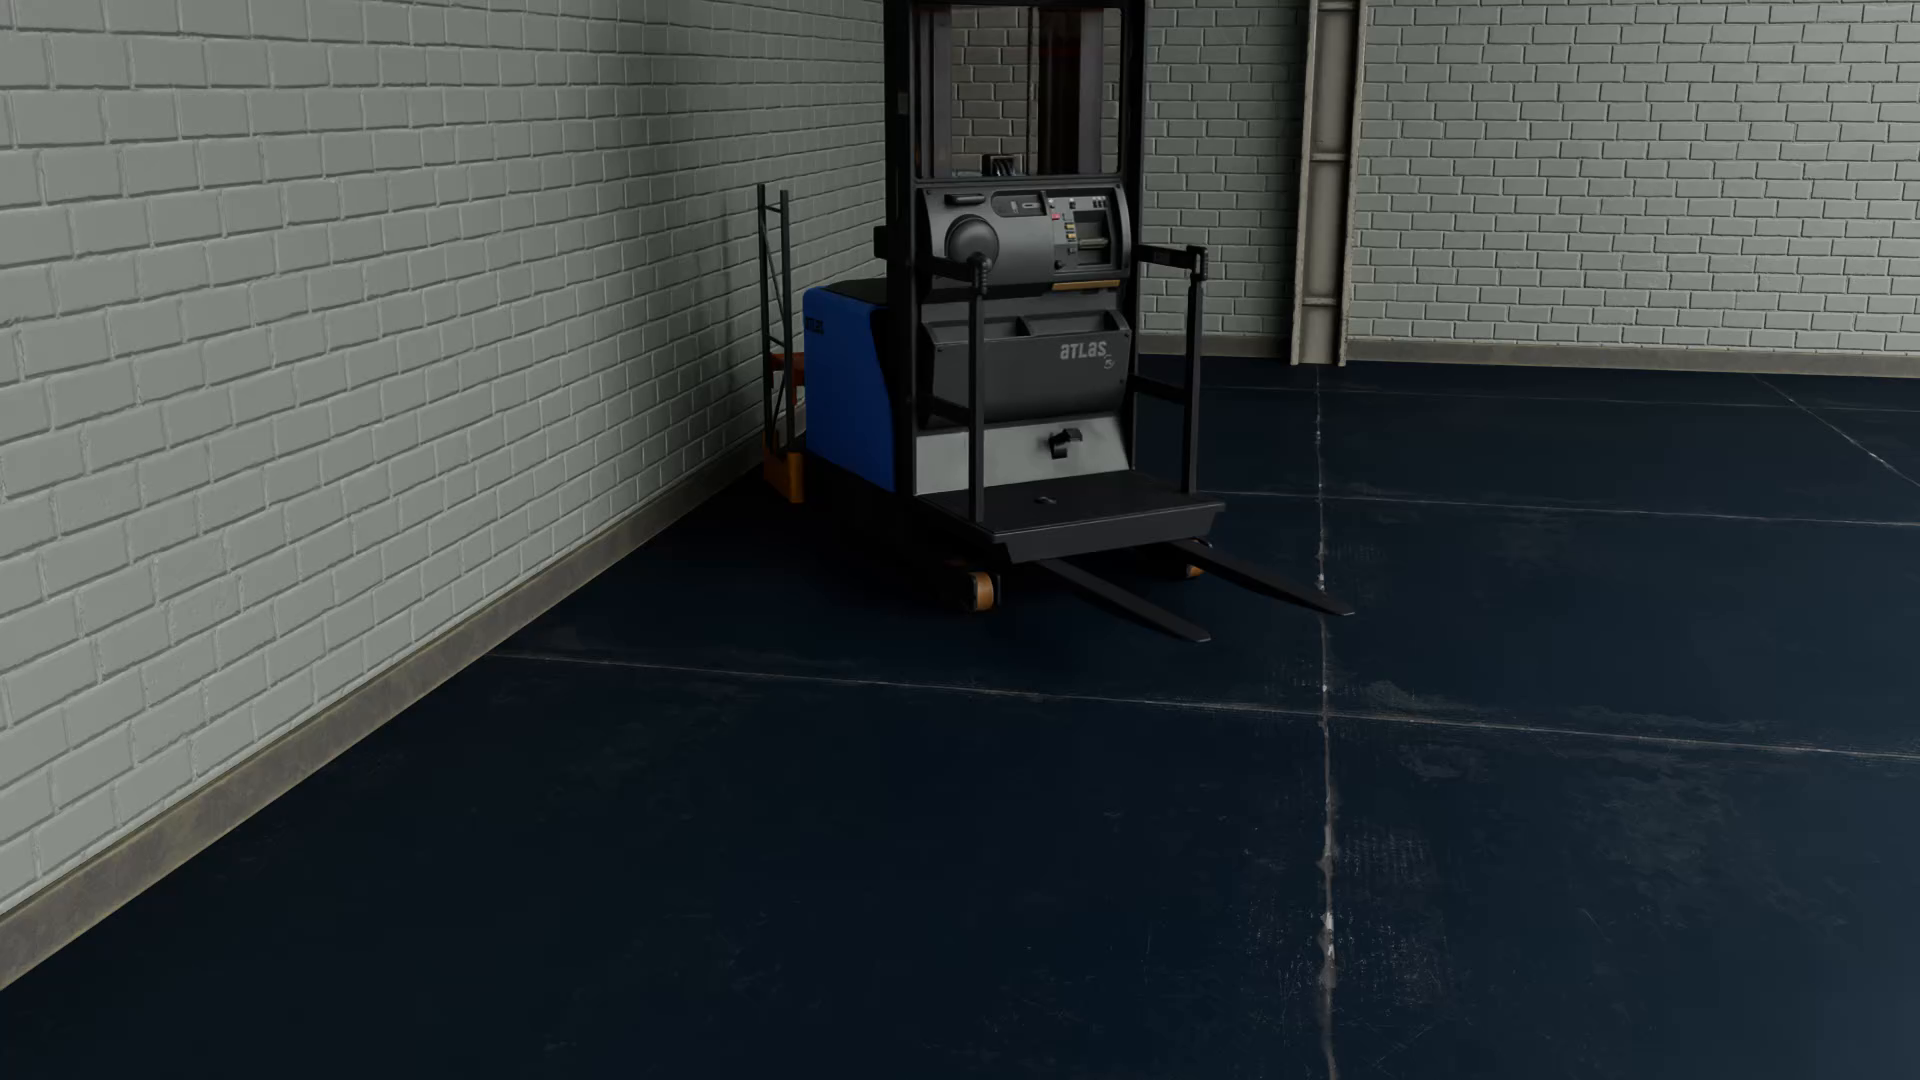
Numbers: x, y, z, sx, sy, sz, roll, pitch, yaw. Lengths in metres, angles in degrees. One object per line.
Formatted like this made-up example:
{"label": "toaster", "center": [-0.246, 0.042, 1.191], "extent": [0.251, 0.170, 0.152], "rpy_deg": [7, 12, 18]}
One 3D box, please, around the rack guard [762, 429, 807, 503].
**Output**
{"label": "rack guard", "center": [-0.886, -0.377, 8.385], "extent": [0.087, 0.250, 0.587], "rpy_deg": [-6, 16, -20]}

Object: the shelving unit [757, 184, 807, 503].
{"label": "shelving unit", "center": [-0.420, -1.026, 8.385], "extent": [1.083, 1.500, 0.587], "rpy_deg": [-6, 16, -20]}

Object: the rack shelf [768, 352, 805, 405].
{"label": "rack shelf", "center": [-0.428, -0.851, 8.430], "extent": [1.000, 0.185, 0.538], "rpy_deg": [-6, 16, -20]}

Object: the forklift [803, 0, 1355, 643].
{"label": "forklift", "center": [0.379, -1.264, 6.565], "extent": [1.130, 2.935, 3.031], "rpy_deg": [-8, 17, -26]}

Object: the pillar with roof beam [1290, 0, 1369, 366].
{"label": "pillar with roof beam", "center": [1.768, -4.519, 6.949], "extent": [0.400, 9.000, 9.100], "rpy_deg": [3, 16, 11]}

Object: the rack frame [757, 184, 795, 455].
{"label": "rack frame", "center": [-0.905, -0.977, 8.211], "extent": [0.032, 1.500, 0.500], "rpy_deg": [-6, 16, -20]}
